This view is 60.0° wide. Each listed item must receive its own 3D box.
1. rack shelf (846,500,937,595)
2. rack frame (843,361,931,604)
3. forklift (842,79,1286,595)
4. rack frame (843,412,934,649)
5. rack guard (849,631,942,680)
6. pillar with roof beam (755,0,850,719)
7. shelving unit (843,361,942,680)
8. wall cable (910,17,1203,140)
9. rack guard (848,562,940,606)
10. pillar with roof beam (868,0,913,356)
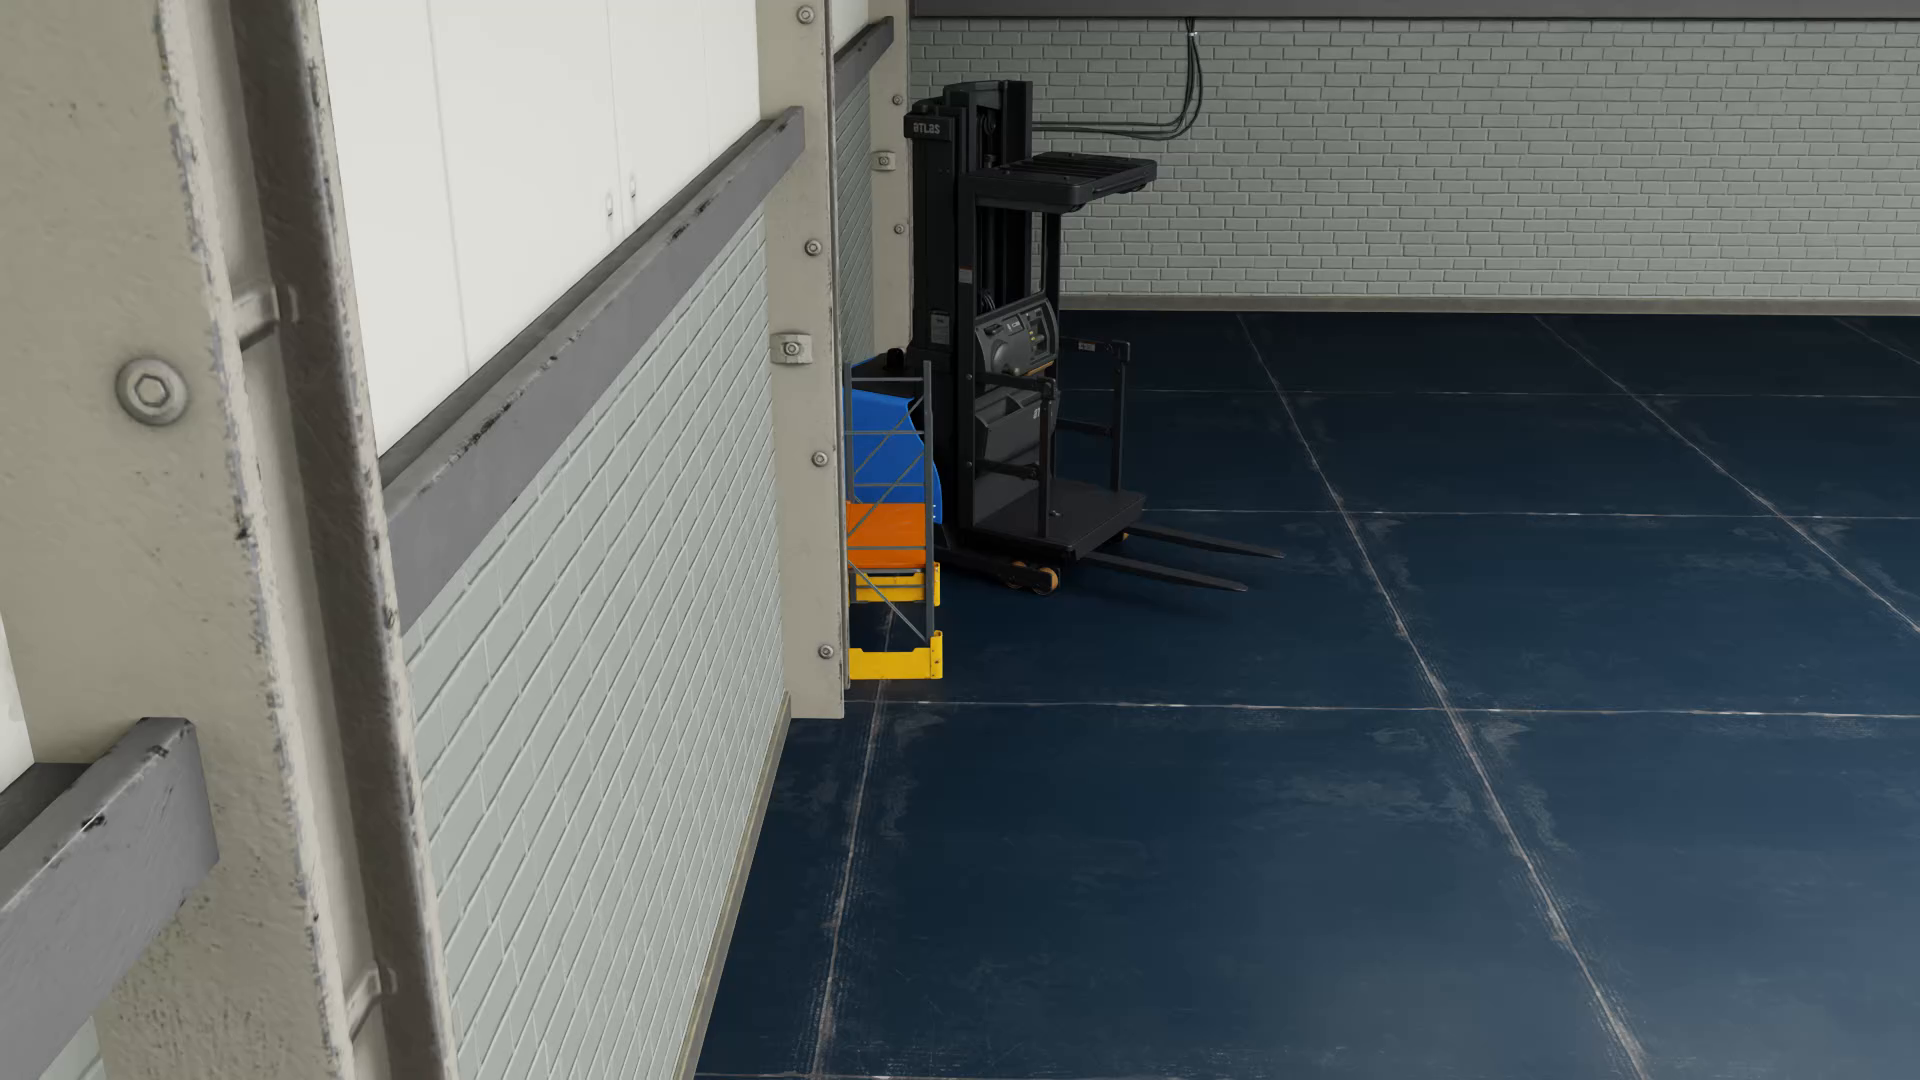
[{"bbox_3d":[-0.404,0.030,9.376,0.538,0.185,1.000,-1,21,-1],"label":"rack shelf"},{"bbox_3d":[-0.416,-0.322,9.785,0.500,1.500,0.032,-1,21,-1],"label":"rack frame"},{"bbox_3d":[0.533,-1.250,10.198,3.031,2.935,1.130,12,24,29],"label":"forklift"},{"bbox_3d":[-0.391,0.046,8.837,0.500,1.500,0.032,-1,21,-1],"label":"rack frame"},{"bbox_3d":[-0.391,0.628,9.064,0.587,0.250,0.087,-1,21,-1],"label":"rack guard"},{"bbox_3d":[3.548,-3.294,7.079,9.100,9.000,0.400,1,21,2],"label":"pillar with roof beam"},{"bbox_3d":[-0.404,-0.135,9.302,0.587,1.500,1.083,-1,21,-1],"label":"shelving unit"},{"bbox_3d":[0.839,-5.114,16.061,3.097,2.526,0.112,1,21,2],"label":"wall cable"},{"bbox_3d":[-0.416,0.268,9.992,0.587,0.250,0.087,-1,21,-1],"label":"rack guard"},{"bbox_3d":[3.730,-5.463,12.670,9.100,9.000,0.400,1,21,2],"label":"pillar with roof beam"}]
